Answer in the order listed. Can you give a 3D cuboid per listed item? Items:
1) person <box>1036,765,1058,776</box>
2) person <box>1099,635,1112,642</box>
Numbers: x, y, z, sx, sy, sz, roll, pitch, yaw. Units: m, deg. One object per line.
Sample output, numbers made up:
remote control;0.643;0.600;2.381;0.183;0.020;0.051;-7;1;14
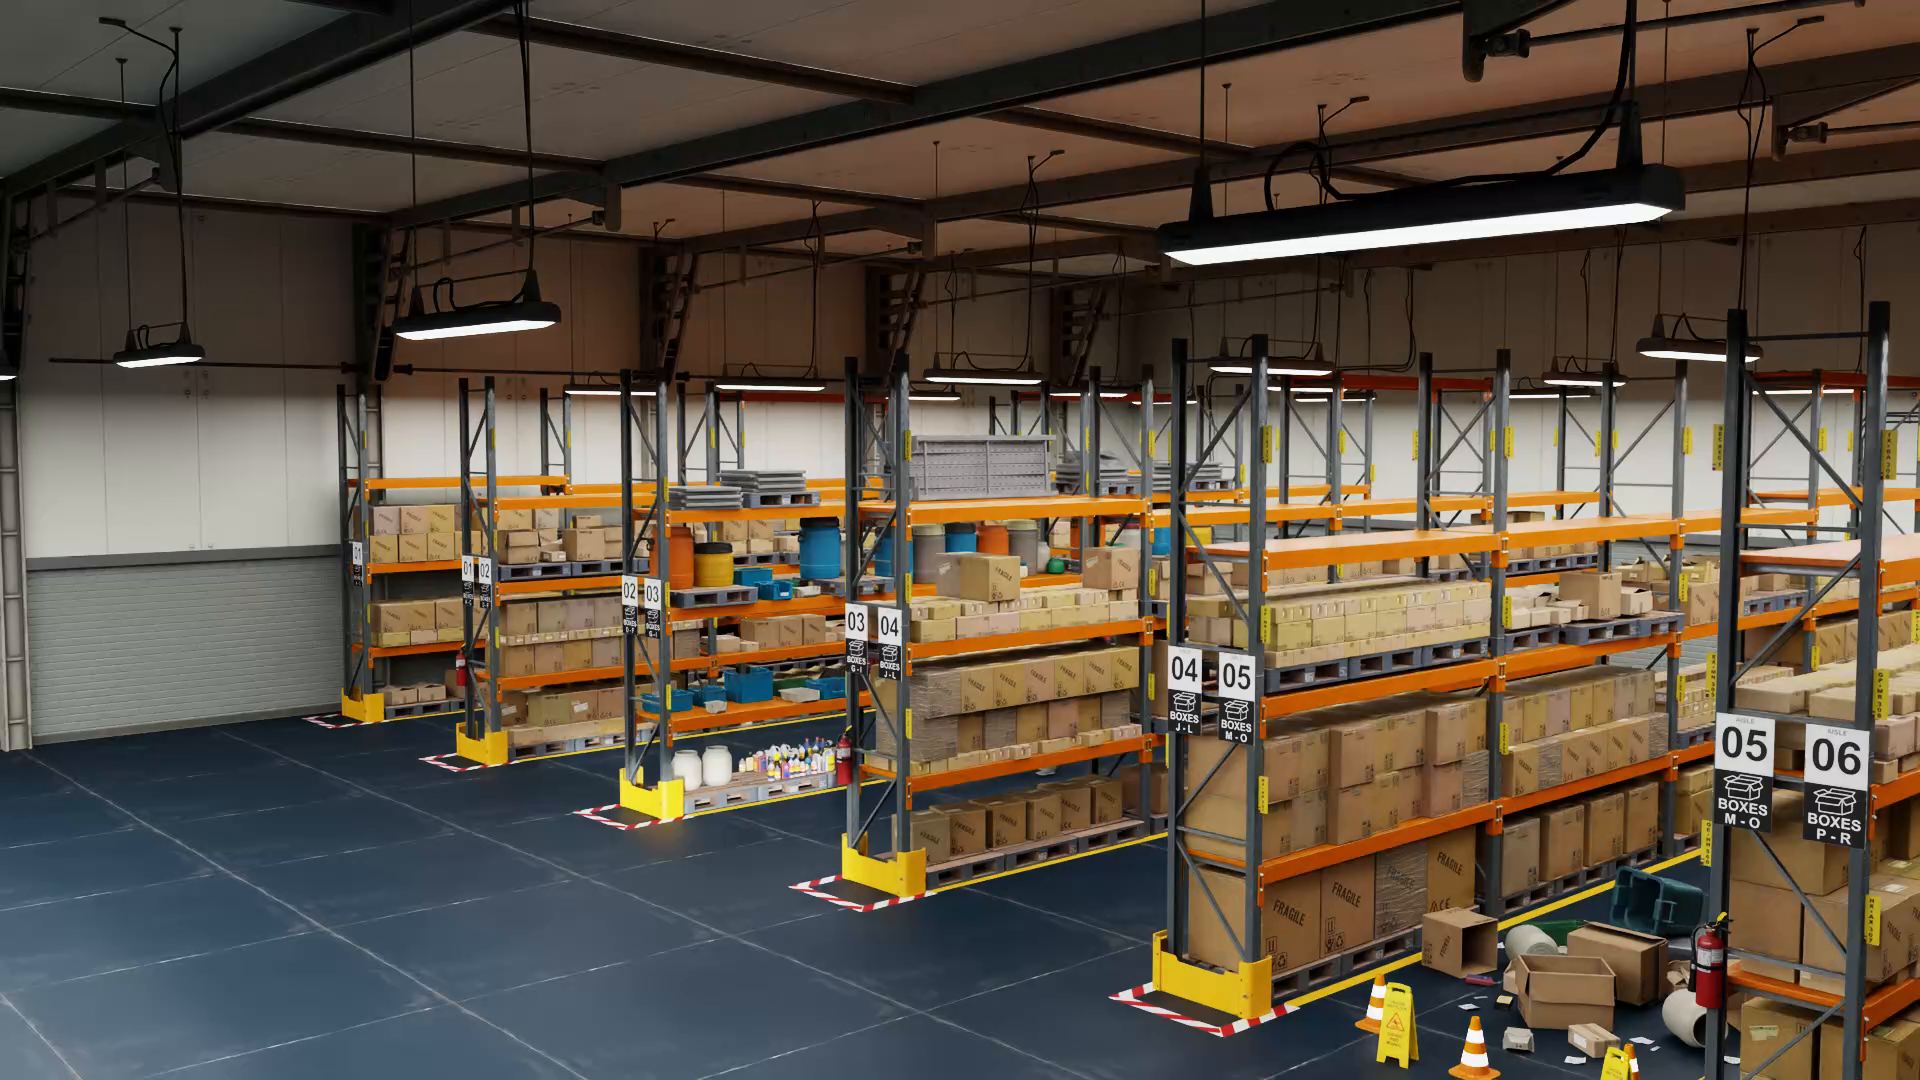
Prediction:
person;1.347;2.689;25.091;0.383;1.664;0.540;1;4;17
person;2.531;2.311;30.618;0.667;1.786;0.602;-2;4;-31
